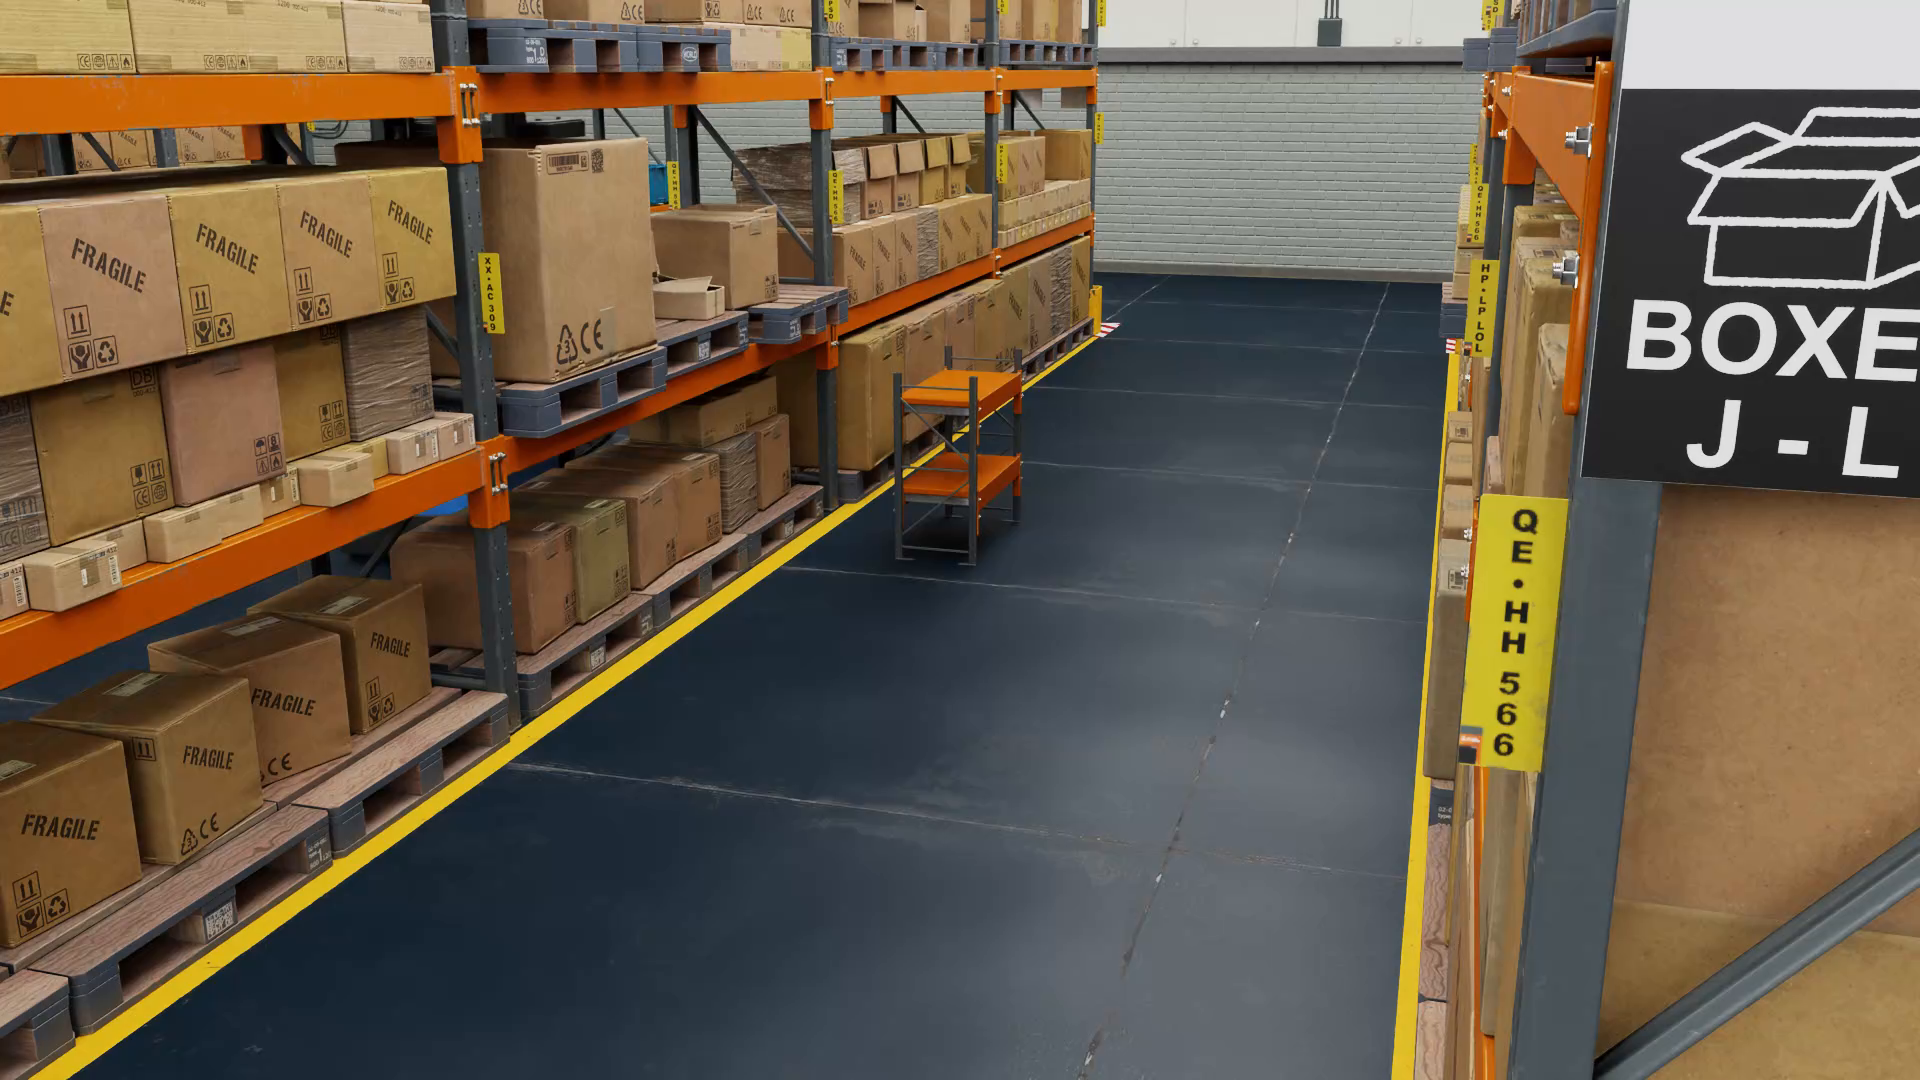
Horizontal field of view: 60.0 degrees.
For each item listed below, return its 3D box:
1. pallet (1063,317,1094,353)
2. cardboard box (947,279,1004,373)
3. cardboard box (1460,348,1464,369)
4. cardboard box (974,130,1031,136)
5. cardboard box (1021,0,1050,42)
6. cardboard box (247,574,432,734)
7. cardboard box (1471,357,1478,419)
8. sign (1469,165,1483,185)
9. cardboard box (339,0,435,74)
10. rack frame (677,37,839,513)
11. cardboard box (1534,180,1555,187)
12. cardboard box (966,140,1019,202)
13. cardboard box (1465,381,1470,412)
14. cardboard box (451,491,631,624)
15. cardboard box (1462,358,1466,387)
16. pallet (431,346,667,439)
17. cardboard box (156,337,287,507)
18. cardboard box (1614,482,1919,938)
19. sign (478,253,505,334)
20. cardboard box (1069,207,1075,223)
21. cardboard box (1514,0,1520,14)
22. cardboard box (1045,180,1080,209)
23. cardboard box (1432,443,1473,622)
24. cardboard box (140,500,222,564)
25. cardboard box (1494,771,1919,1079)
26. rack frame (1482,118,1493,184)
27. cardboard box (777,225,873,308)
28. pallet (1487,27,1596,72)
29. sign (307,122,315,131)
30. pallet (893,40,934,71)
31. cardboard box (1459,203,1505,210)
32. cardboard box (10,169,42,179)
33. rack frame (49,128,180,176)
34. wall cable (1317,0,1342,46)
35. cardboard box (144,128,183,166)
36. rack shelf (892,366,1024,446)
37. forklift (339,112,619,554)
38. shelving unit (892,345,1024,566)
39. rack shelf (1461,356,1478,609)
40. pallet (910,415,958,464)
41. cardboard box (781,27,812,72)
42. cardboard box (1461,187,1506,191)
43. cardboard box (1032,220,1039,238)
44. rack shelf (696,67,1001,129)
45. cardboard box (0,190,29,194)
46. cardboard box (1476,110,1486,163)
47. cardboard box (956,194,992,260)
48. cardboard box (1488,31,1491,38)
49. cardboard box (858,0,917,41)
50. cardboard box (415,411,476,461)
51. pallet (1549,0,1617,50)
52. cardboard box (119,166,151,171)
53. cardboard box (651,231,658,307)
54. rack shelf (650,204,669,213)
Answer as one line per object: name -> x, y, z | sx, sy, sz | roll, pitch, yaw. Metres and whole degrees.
pallet -> 0.816, -2.215, 17.751 | 1.003, 0.211, 1.213 | 5, 16, 16
cardboard box -> -0.332, -1.736, 14.077 | 1.225, 0.875, 0.875 | 5, 16, 16
cardboard box -> 4.467, -1.538, 14.164 | 0.380, 0.149, 0.250 | 4, 16, 14
cardboard box -> 0.430, -3.968, 17.177 | 0.500, 0.500, 0.500 | 4, 16, 15
cardboard box -> 0.438, -4.942, 15.622 | 0.700, 0.500, 0.500 | 5, 17, 18
cardboard box -> -2.594, 0.470, 6.986 | 0.500, 0.500, 0.500 | 4, 16, 14
cardboard box -> 2.605, -0.824, 7.553 | 0.500, 0.500, 0.500 | 4, 16, 15
sign -> 4.035, -2.771, 13.014 | 0.100, 0.325, 0.005 | 5, 16, 16
cardboard box -> -2.322, -1.863, 6.180 | 0.500, 0.250, 0.500 | 5, 17, 18
rack frame -> -1.306, -1.679, 10.750 | 1.000, 3.000, 0.127 | 5, 16, 16
cardboard box -> 2.998, -1.413, 7.799 | 0.700, 0.500, 0.500 | 4, 16, 15
cardboard box -> 0.212, -3.262, 14.689 | 0.500, 0.500, 0.500 | 5, 16, 16
cardboard box -> 3.364, -0.827, 10.185 | 0.500, 0.250, 0.500 | 4, 16, 15
cardboard box -> -2.094, 0.077, 8.337 | 0.700, 0.500, 0.500 | 5, 16, 16
cardboard box -> 4.093, -1.141, 12.665 | 0.500, 0.500, 0.500 | 5, 17, 18
pallet -> -2.086, -0.728, 7.752 | 1.003, 0.211, 1.213 | 5, 16, 16
cardboard box -> -2.851, -0.444, 5.668 | 0.875, 0.500, 0.500 | 5, 16, 16
cardboard box -> 1.290, 0.140, 2.086 | 0.875, 0.550, 0.550 | 5, 16, 16
sign -> -1.920, -1.008, 6.801 | 0.100, 0.325, 0.005 | 5, 16, 16
cardboard box -> 0.965, -3.333, 17.043 | 0.380, 0.149, 0.250 | 5, 17, 17
cardboard box -> 2.716, -2.480, 7.290 | 0.500, 0.311, 0.500 | 4, 16, 15
cardboard box -> 0.940, -3.562, 17.122 | 0.500, 0.250, 0.500 | 4, 16, 15
cardboard box -> 2.917, -0.006, 8.206 | 1.050, 0.750, 0.750 | 5, 17, 17
cardboard box -> -2.662, -0.041, 5.437 | 0.380, 0.149, 0.250 | 5, 16, 16
cardboard box -> 1.210, 0.653, 2.256 | 0.875, 0.550, 0.550 | 5, 16, 16
rack frame -> 4.558, -2.314, 12.990 | 1.000, 3.000, 0.127 | 5, 16, 16
cardboard box -> -0.907, -1.833, 11.110 | 0.500, 0.500, 0.500 | 5, 17, 18
pallet -> 3.289, -2.447, 8.309 | 1.213, 0.211, 1.003 | 5, 17, 18
sign -> -8.003, -5.201, 20.470 | 0.100, 0.325, 0.005 | 5, 16, 16
pallet -> -0.859, -3.496, 12.007 | 1.003, 0.211, 1.213 | 5, 17, 18
cardboard box -> 3.490, -2.137, 10.966 | 0.380, 0.149, 0.250 | 5, 17, 19
cardboard box -> -9.770, -3.693, 17.669 | 0.500, 0.500, 0.500 | 5, 17, 17
rack frame -> -6.054, -2.063, 12.104 | 1.000, 3.000, 0.127 | 5, 16, 16
wall cable -> 5.879, -9.417, 21.145 | 2.277, 5.999, 0.120 | 5, 16, 16
cardboard box -> -8.969, -4.394, 18.309 | 0.500, 0.500, 0.500 | 4, 16, 14
rack shelf -> 0.002, -0.825, 10.102 | 0.538, 0.278, 1.000 | 5, 16, 16
forklift -> -3.036, -1.663, 10.821 | 1.130, 2.935, 3.031 | 1, 16, 5
shelving unit -> 0.002, -0.543, 10.182 | 0.538, 1.125, 1.048 | 5, 16, 16
rack shelf -> 2.853, -0.398, 7.554 | 1.077, 0.370, 4.000 | 5, 16, 16
pallet -> -0.661, -0.856, 12.959 | 1.003, 0.211, 1.213 | 5, 16, 16
cardboard box -> -1.206, -2.906, 9.856 | 0.500, 0.250, 0.500 | 5, 16, 16
cardboard box -> 3.931, -2.541, 12.390 | 0.380, 0.149, 0.250 | 5, 17, 17
cardboard box -> 0.528, -2.929, 15.620 | 0.380, 0.149, 0.250 | 4, 16, 15
rack shelf -> -0.737, -3.299, 12.284 | 1.077, 0.370, 4.000 | 5, 16, 16
cardboard box -> -3.229, -0.813, 5.138 | 0.500, 0.500, 0.500 | 5, 16, 16
cardboard box -> 5.006, -3.669, 15.207 | 0.500, 0.500, 0.500 | 4, 16, 15
cardboard box -> -0.040, -2.630, 13.920 | 0.500, 0.500, 0.500 | 5, 16, 16
cardboard box -> 4.876, -4.477, 14.478 | 0.500, 0.250, 0.500 | 4, 16, 14
cardboard box -> -0.746, -3.909, 12.160 | 0.797, 0.503, 0.637 | 4, 16, 15
cardboard box -> -2.222, -0.432, 6.816 | 0.380, 0.149, 0.250 | 5, 16, 16
pallet -> 1.348, -0.770, 2.212 | 1.003, 0.211, 1.213 | 5, 16, 16
cardboard box -> -9.117, -3.789, 18.007 | 0.500, 0.500, 0.500 | 5, 17, 17
cardboard box -> -2.038, -1.344, 8.613 | 0.797, 0.503, 0.637 | 6, 17, 22
rack shelf -> -4.349, -3.286, 17.737 | 1.077, 0.370, 4.000 | 5, 16, 16
